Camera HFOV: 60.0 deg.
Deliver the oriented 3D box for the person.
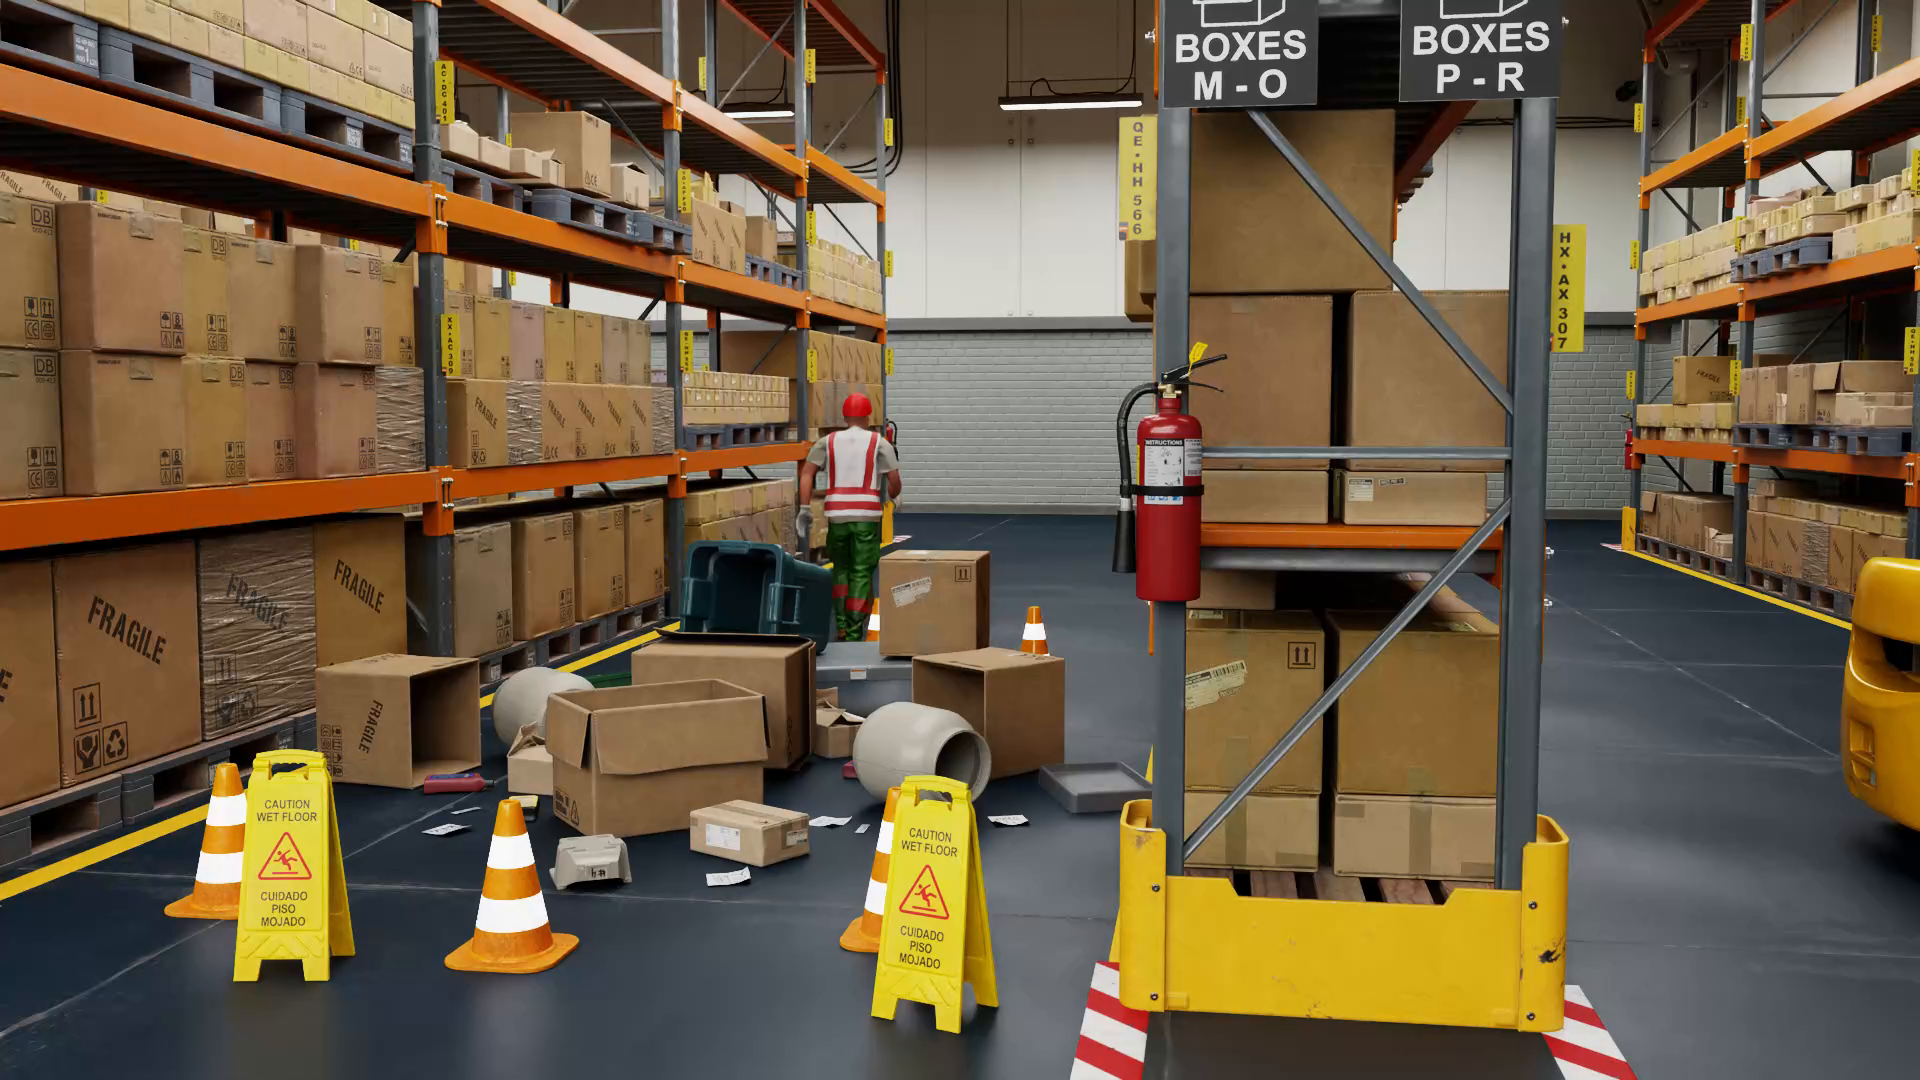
[{"bbox_3d":[-0.741,-0.136,11.422,0.692,1.746,0.735,1,5,13],"label":"person"}]
